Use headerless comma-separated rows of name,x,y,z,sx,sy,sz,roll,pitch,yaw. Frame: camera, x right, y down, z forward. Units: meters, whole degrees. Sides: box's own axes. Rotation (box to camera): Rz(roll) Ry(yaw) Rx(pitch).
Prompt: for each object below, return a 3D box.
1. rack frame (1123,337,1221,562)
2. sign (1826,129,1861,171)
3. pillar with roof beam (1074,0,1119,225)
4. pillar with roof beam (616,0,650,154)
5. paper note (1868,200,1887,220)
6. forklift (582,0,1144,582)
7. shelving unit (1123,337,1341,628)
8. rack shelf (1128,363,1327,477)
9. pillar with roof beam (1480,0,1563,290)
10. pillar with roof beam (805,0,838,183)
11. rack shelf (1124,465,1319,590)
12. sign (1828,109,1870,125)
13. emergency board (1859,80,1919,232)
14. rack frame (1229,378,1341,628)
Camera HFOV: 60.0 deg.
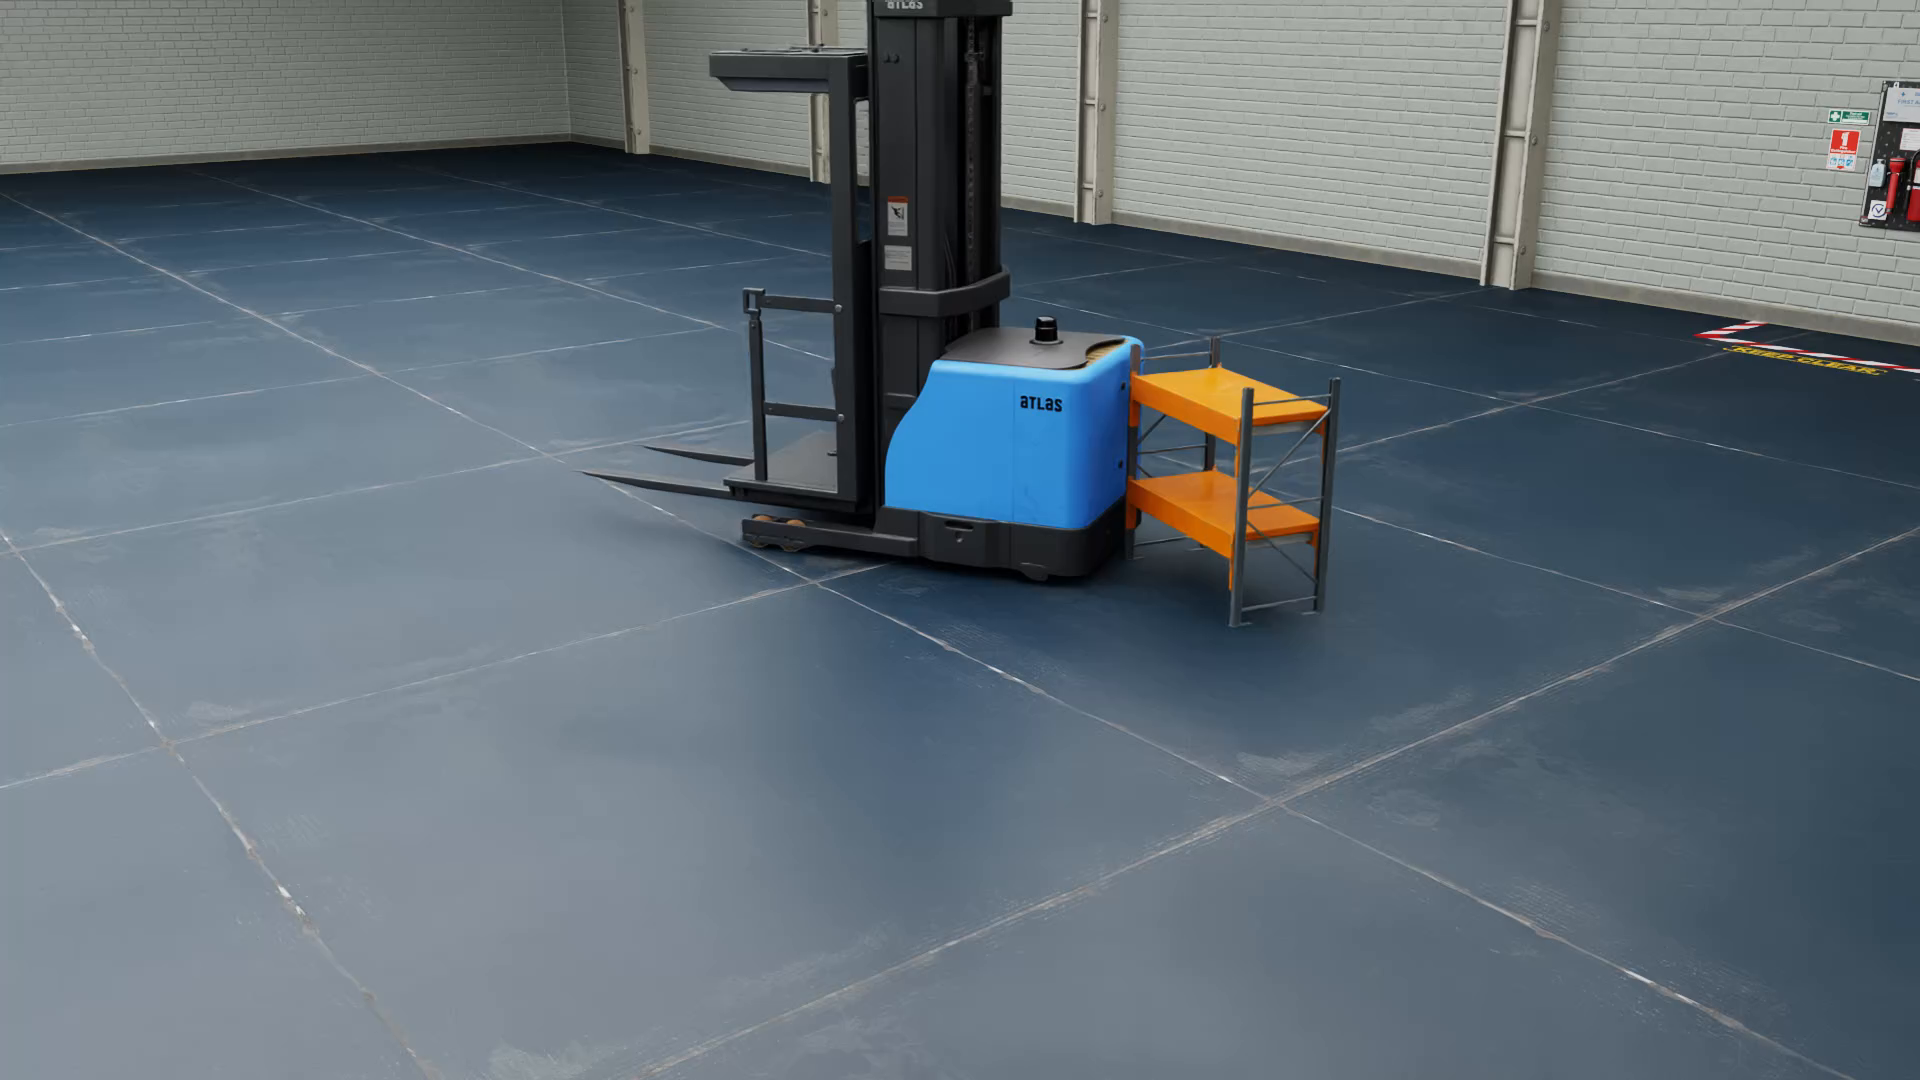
rack frame,1.074,-0.456,8.452,0.500,1.125,0.032,-8,20,-22
sign,7.359,-3.251,13.853,0.001,0.329,0.234,-14,23,-36
pillar with roof beam,-1.699,-7.426,16.974,9.100,9.000,0.400,-14,23,-36
pillar with roof beam,-9.150,-10.383,25.904,9.100,9.000,0.400,-14,23,-36
paper note,7.566,-2.717,13.697,0.016,0.148,0.142,-14,23,-36
forklift,-0.596,-1.471,8.642,3.031,2.935,1.130,8,20,22
shelving unit,1.275,-0.310,8.008,0.538,1.125,1.048,-8,20,-22
rack shelf,1.275,-0.588,7.916,0.538,0.278,1.000,-8,20,-22
pillar with roof beam,2.026,-5.948,12.509,9.100,9.000,0.400,-14,23,-36
pillar with roof beam,-5.424,-8.905,21.439,9.100,9.000,0.400,-14,23,-36
rack shelf,1.275,-0.078,8.085,0.538,0.278,1.000,-8,20,-22
sign,7.355,-3.500,13.761,0.001,0.109,0.331,-14,23,-36
emergency board,7.622,-3.078,13.386,0.194,1.169,0.643,-14,23,-36
rack frame,1.476,-0.163,7.565,0.500,1.125,0.032,-8,20,-22
